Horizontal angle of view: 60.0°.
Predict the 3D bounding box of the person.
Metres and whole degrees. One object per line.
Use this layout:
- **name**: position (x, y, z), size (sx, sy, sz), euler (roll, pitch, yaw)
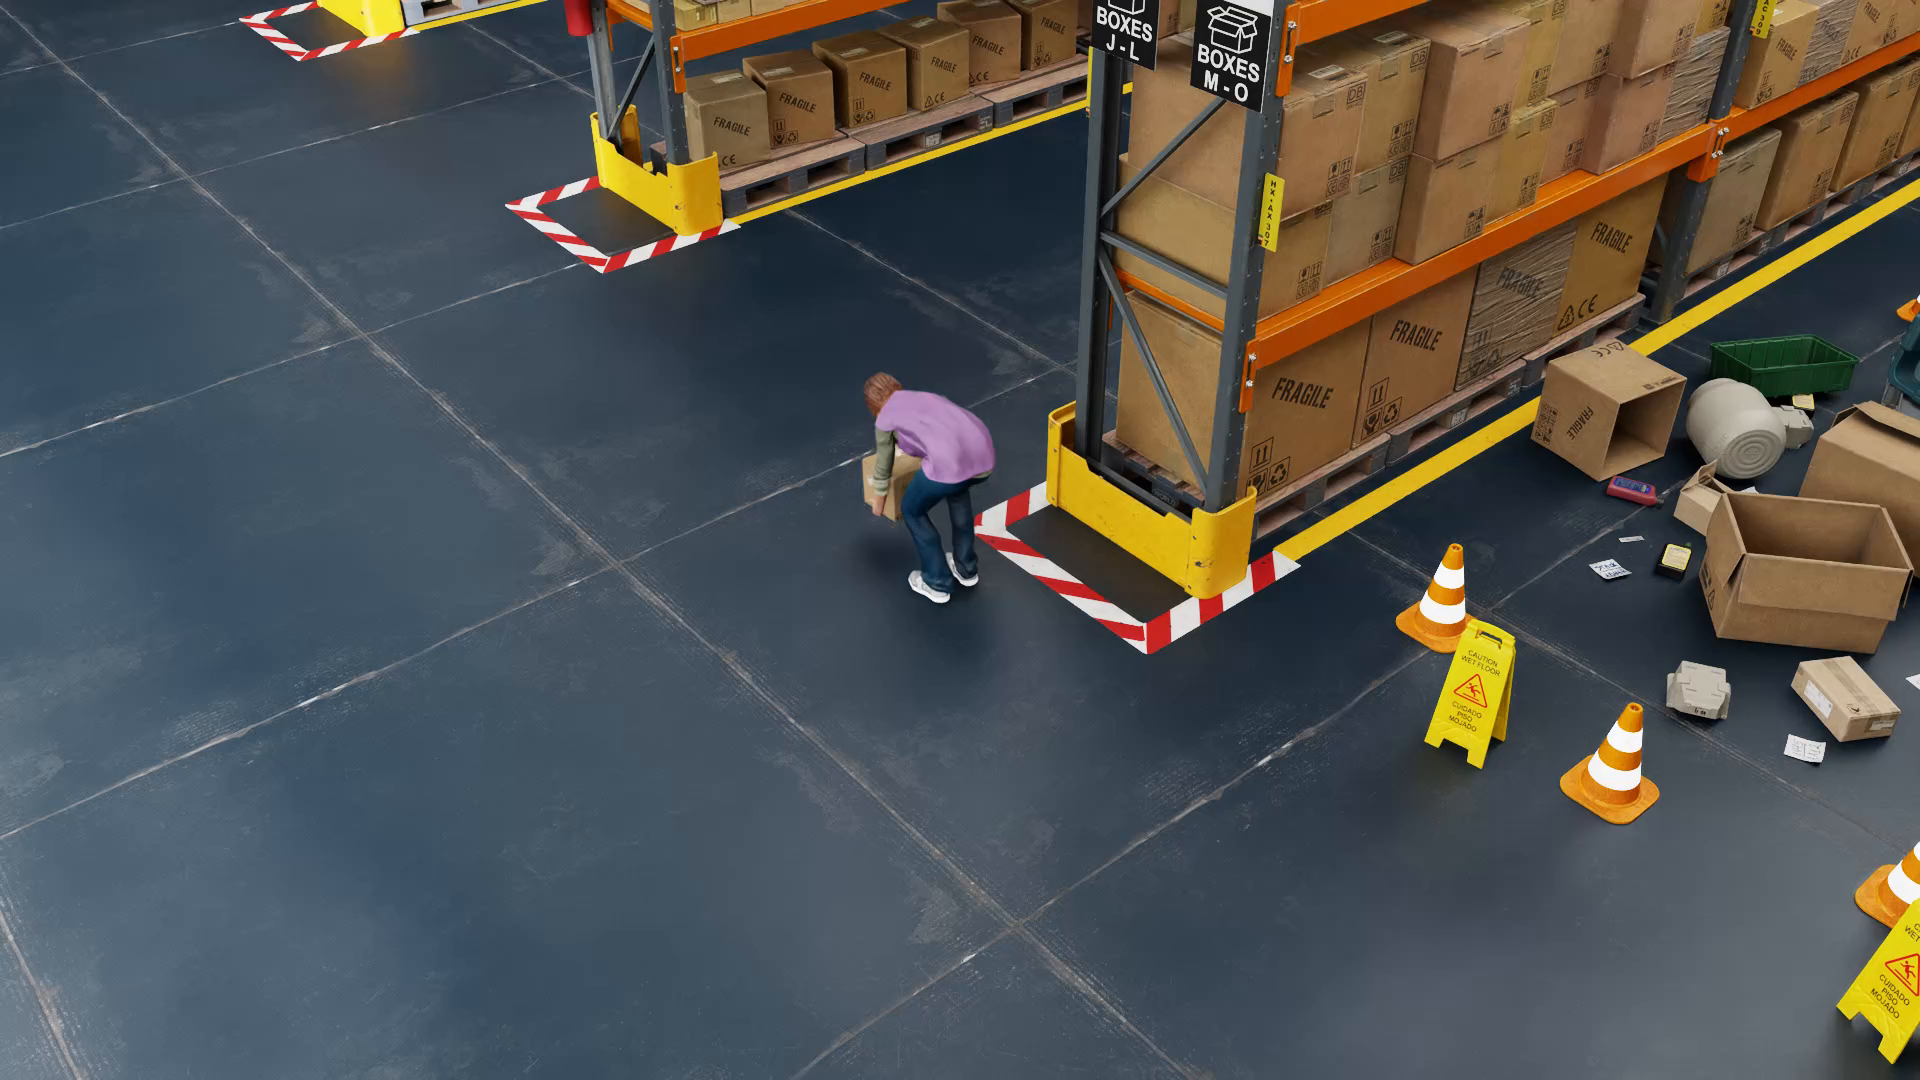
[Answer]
- **person**: position (-0.176, -0.270, 7.961), size (0.394, 0.990, 0.871), euler (-24, 43, -29)
